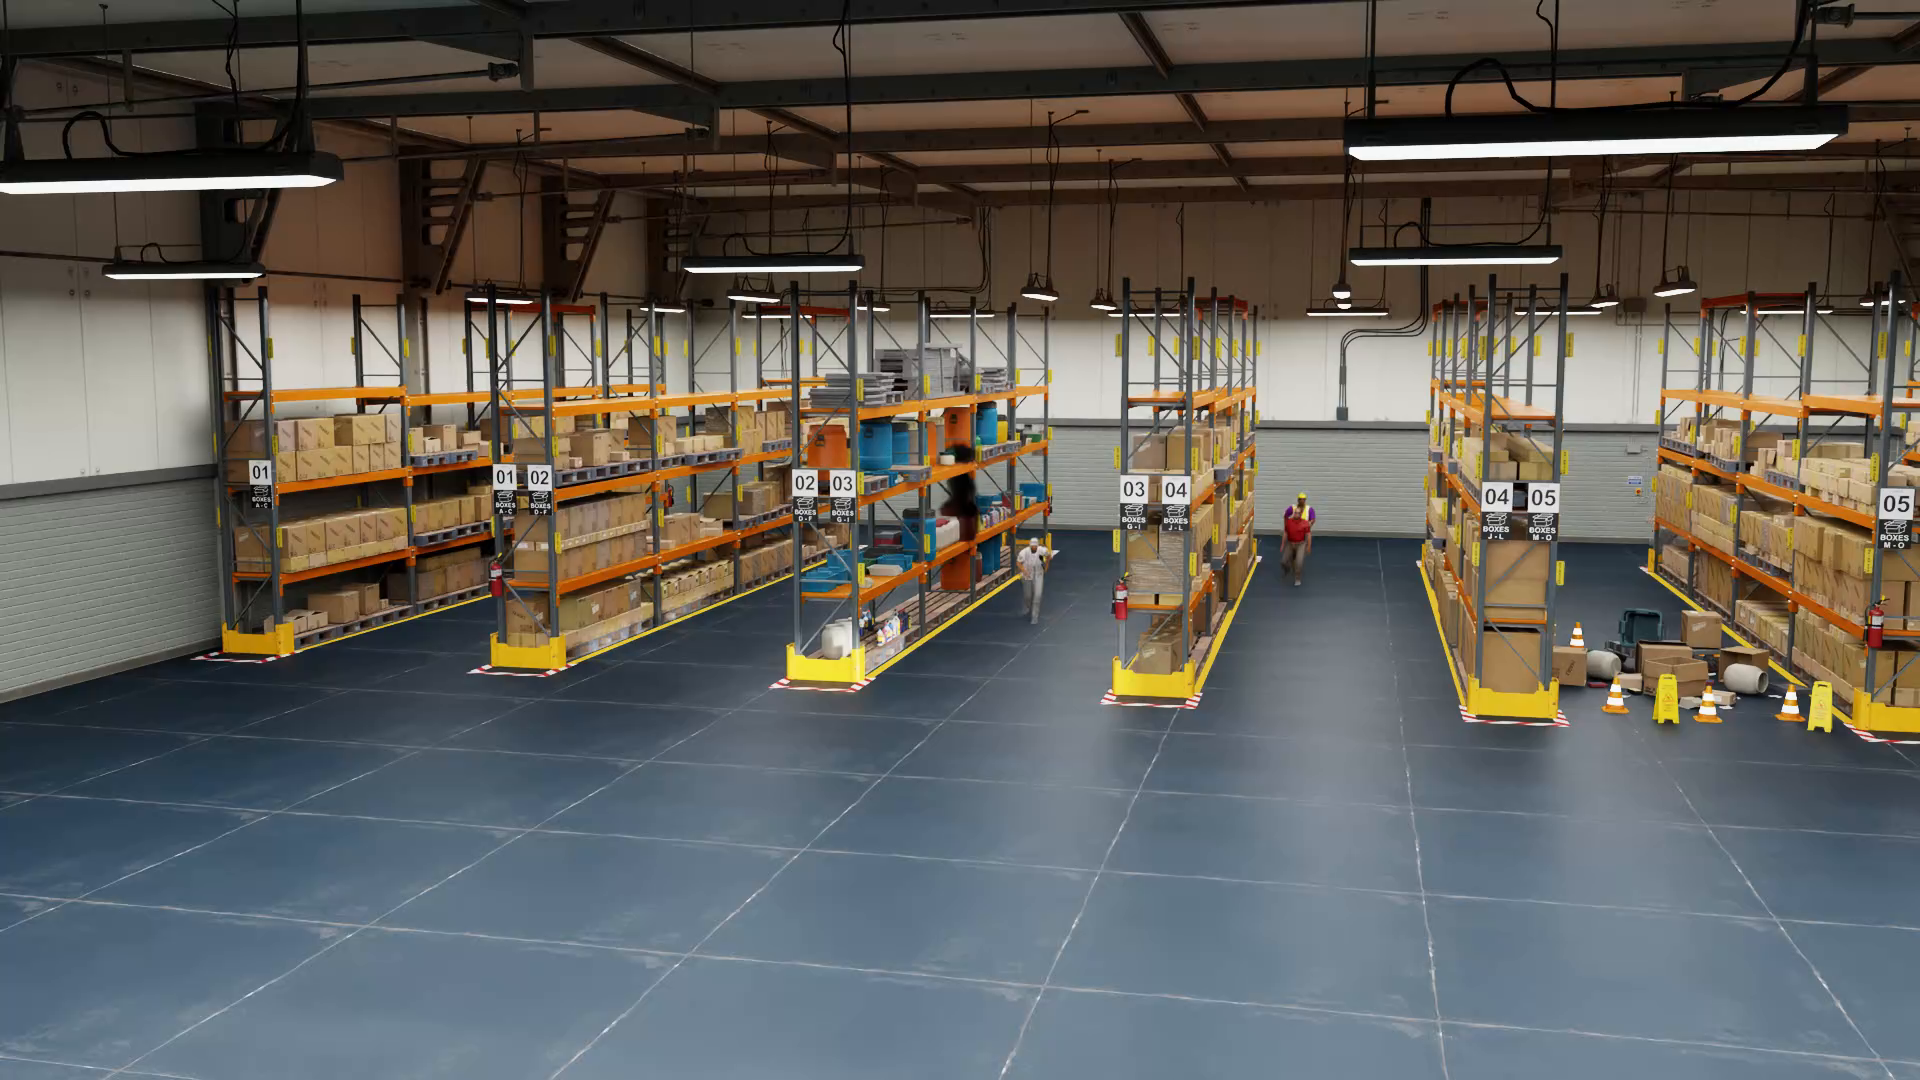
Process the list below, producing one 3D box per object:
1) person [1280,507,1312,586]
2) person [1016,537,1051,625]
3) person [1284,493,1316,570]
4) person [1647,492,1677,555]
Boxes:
[{"bbox_3d":[7.127,0.116,35.281,0.779,1.670,0.621,3,7,28],"label":"person"},{"bbox_3d":[1.338,0.721,30.672,0.642,1.626,1.024,-1,7,-10],"label":"person"},{"bbox_3d":[7.684,-0.182,37.529,0.665,1.753,0.686,0,7,1],"label":"person"},{"bbox_3d":[16.292,-0.255,38.311,0.888,1.786,0.679,3,7,22],"label":"person"}]
